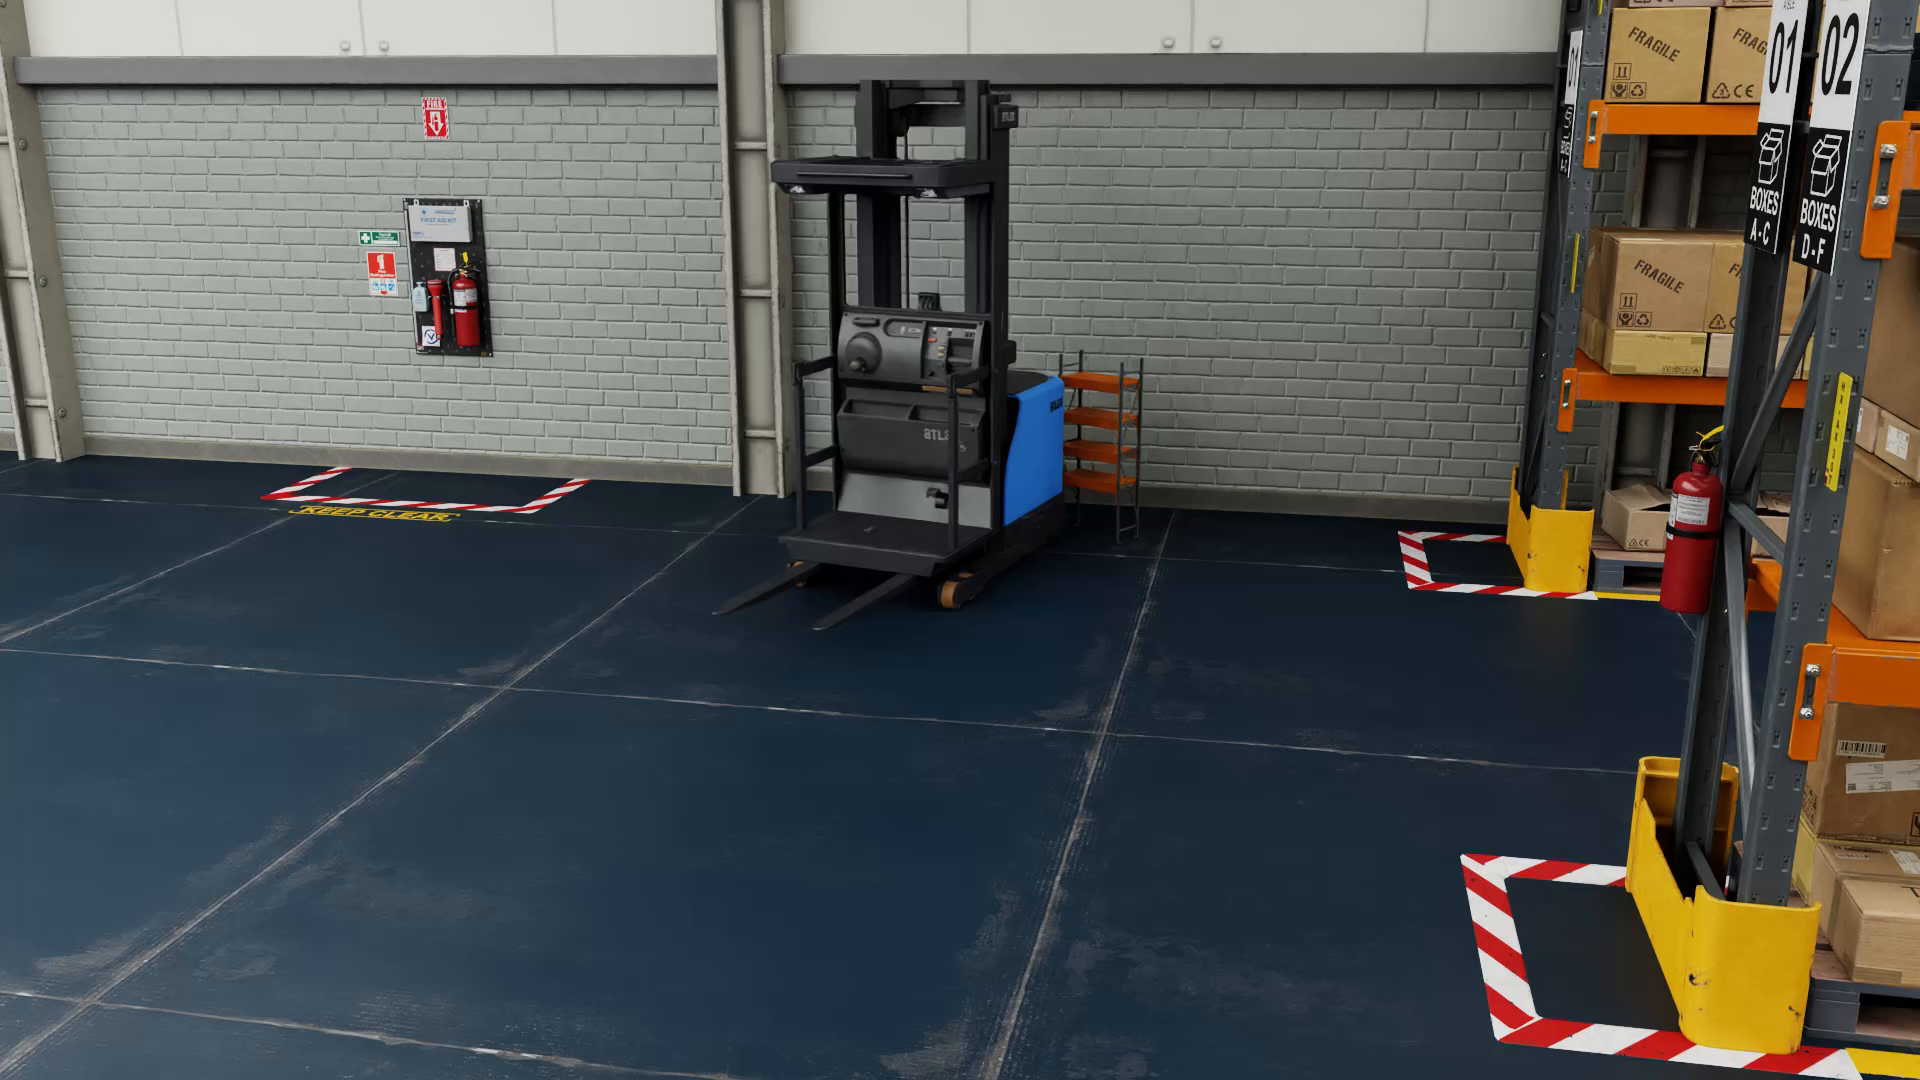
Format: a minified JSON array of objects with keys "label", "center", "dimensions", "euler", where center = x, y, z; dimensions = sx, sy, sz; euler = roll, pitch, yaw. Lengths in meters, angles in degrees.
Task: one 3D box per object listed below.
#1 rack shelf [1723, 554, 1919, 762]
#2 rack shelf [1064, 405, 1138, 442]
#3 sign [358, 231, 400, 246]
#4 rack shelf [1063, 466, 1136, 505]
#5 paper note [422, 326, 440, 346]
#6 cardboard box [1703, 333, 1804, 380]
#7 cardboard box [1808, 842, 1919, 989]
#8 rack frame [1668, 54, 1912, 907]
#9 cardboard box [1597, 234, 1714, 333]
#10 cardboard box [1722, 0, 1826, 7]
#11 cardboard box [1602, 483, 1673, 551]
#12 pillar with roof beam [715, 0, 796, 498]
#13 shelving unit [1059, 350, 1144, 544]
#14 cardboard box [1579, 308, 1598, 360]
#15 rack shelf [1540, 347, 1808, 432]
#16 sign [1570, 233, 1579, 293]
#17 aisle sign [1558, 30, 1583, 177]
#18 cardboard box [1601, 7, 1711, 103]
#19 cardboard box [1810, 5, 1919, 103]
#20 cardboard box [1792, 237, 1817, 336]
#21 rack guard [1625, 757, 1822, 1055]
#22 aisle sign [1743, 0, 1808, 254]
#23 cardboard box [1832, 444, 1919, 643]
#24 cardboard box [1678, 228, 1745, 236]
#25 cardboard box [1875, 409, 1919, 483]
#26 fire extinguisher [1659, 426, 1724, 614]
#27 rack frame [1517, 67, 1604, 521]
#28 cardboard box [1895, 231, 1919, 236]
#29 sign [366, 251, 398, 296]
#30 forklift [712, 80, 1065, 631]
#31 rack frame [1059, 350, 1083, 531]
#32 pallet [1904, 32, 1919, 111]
[{"label":"rack shelf","center":[4.562,0.458,5.069],"dimensions":[4.000,0.370,1.077],"euler":[3,16,11]},{"label":"rack shelf","center":[0.918,-0.769,10.934],"dimensions":[0.480,0.148,0.258],"euler":[13,20,39]},{"label":"sign","center":[-4.368,-2.268,12.500],"dimensions":[0.331,0.109,0.001],"euler":[3,16,11]},{"label":"rack shelf","center":[0.917,-0.362,11.046],"dimensions":[0.480,0.148,0.258],"euler":[13,20,39]},{"label":"paper note","center":[-4.009,-1.544,12.598],"dimensions":[0.142,0.148,0.016],"euler":[3,16,11]},{"label":"cardboard box","center":[4.512,-1.096,9.573],"dimensions":[0.500,0.250,0.500],"euler":[3,16,9]},{"label":"cardboard box","center":[3.083,1.214,5.355],"dimensions":[0.500,0.250,0.500],"euler":[3,16,11]},{"label":"rack frame","center":[2.602,0.004,5.357],"dimensions":[0.127,3.000,1.000],"euler":[3,16,11]},{"label":"cardboard box","center":[3.994,-1.486,9.577],"dimensions":[0.500,0.500,0.500],"euler":[3,16,11]},{"label":"cardboard box","center":[4.396,-3.153,9.038],"dimensions":[0.500,0.500,0.500],"euler":[3,16,10]},{"label":"cardboard box","center":[4.246,-0.147,10.118],"dimensions":[0.500,0.311,0.500],"euler":[1,16,5]},{"label":"pillar with roof beam","center":[-2.293,-3.565,7.004],"dimensions":[0.400,9.000,9.100],"euler":[3,16,11]},{"label":"shelving unit","center":[0.918,-0.618,10.975],"dimensions":[0.503,1.200,0.258],"euler":[13,20,39]},{"label":"cardboard box","center":[4.082,-1.255,10.146],"dimensions":[0.500,0.250,0.500],"euler":[3,16,12]},{"label":"rack shelf","center":[5.546,-0.838,9.748],"dimensions":[4.000,0.370,1.077],"euler":[3,16,11]},{"label":"sign","center":[3.478,-1.567,9.408],"dimensions":[0.005,0.325,0.100],"euler":[3,16,11]},{"label":"aisle sign","center":[3.455,-2.470,9.419],"dimensions":[0.004,0.787,0.394],"euler":[3,16,11]},{"label":"cardboard box","center":[3.864,-2.712,9.319],"dimensions":[0.500,0.500,0.500],"euler":[4,16,13]},{"label":"cardboard box","center":[4.892,-2.647,9.086],"dimensions":[0.500,0.500,0.500],"euler":[4,16,14]},{"label":"cardboard box","center":[4.981,-1.428,9.368],"dimensions":[0.500,0.500,0.500],"euler":[3,16,9]},{"label":"rack guard","center":[2.579,1.208,5.695],"dimensions":[0.348,0.500,1.175],"euler":[3,16,11]},{"label":"aisle sign","center":[2.596,-1.329,5.300],"dimensions":[0.004,0.787,0.394],"euler":[3,16,11]},{"label":"cardboard box","center":[3.057,-0.016,5.242],"dimensions":[0.500,0.500,0.700],"euler":[3,16,11]},{"label":"cardboard box","center":[4.581,-1.592,9.957],"dimensions":[0.500,0.500,0.500],"euler":[3,16,12]},{"label":"cardboard box","center":[2.944,-0.279,4.978],"dimensions":[0.250,0.149,0.380],"euler":[3,16,11]},{"label":"fire extinguisher","center":[2.579,-0.086,5.829],"dimensions":[0.183,0.674,0.296],"euler":[3,16,11]},{"label":"rack frame","center":[3.586,-1.292,10.036],"dimensions":[0.127,3.000,1.000],"euler":[3,16,11]},{"label":"cardboard box","center":[5.582,-1.538,9.765],"dimensions":[0.500,0.500,0.500],"euler":[3,16,12]},{"label":"sign","center":[-4.371,-2.015,12.580],"dimensions":[0.234,0.329,0.001],"euler":[3,16,11]},{"label":"forklift","center":[-0.379,-1.143,9.628],"dimensions":[1.130,2.935,3.031],"euler":[7,17,24]},{"label":"rack frame","center":[0.733,-0.661,11.129],"dimensions":[0.015,1.200,0.240],"euler":[13,20,39]},{"label":"pallet","center":[3.290,-1.354,4.808],"dimensions":[1.213,0.211,1.003],"euler":[3,16,11]}]
